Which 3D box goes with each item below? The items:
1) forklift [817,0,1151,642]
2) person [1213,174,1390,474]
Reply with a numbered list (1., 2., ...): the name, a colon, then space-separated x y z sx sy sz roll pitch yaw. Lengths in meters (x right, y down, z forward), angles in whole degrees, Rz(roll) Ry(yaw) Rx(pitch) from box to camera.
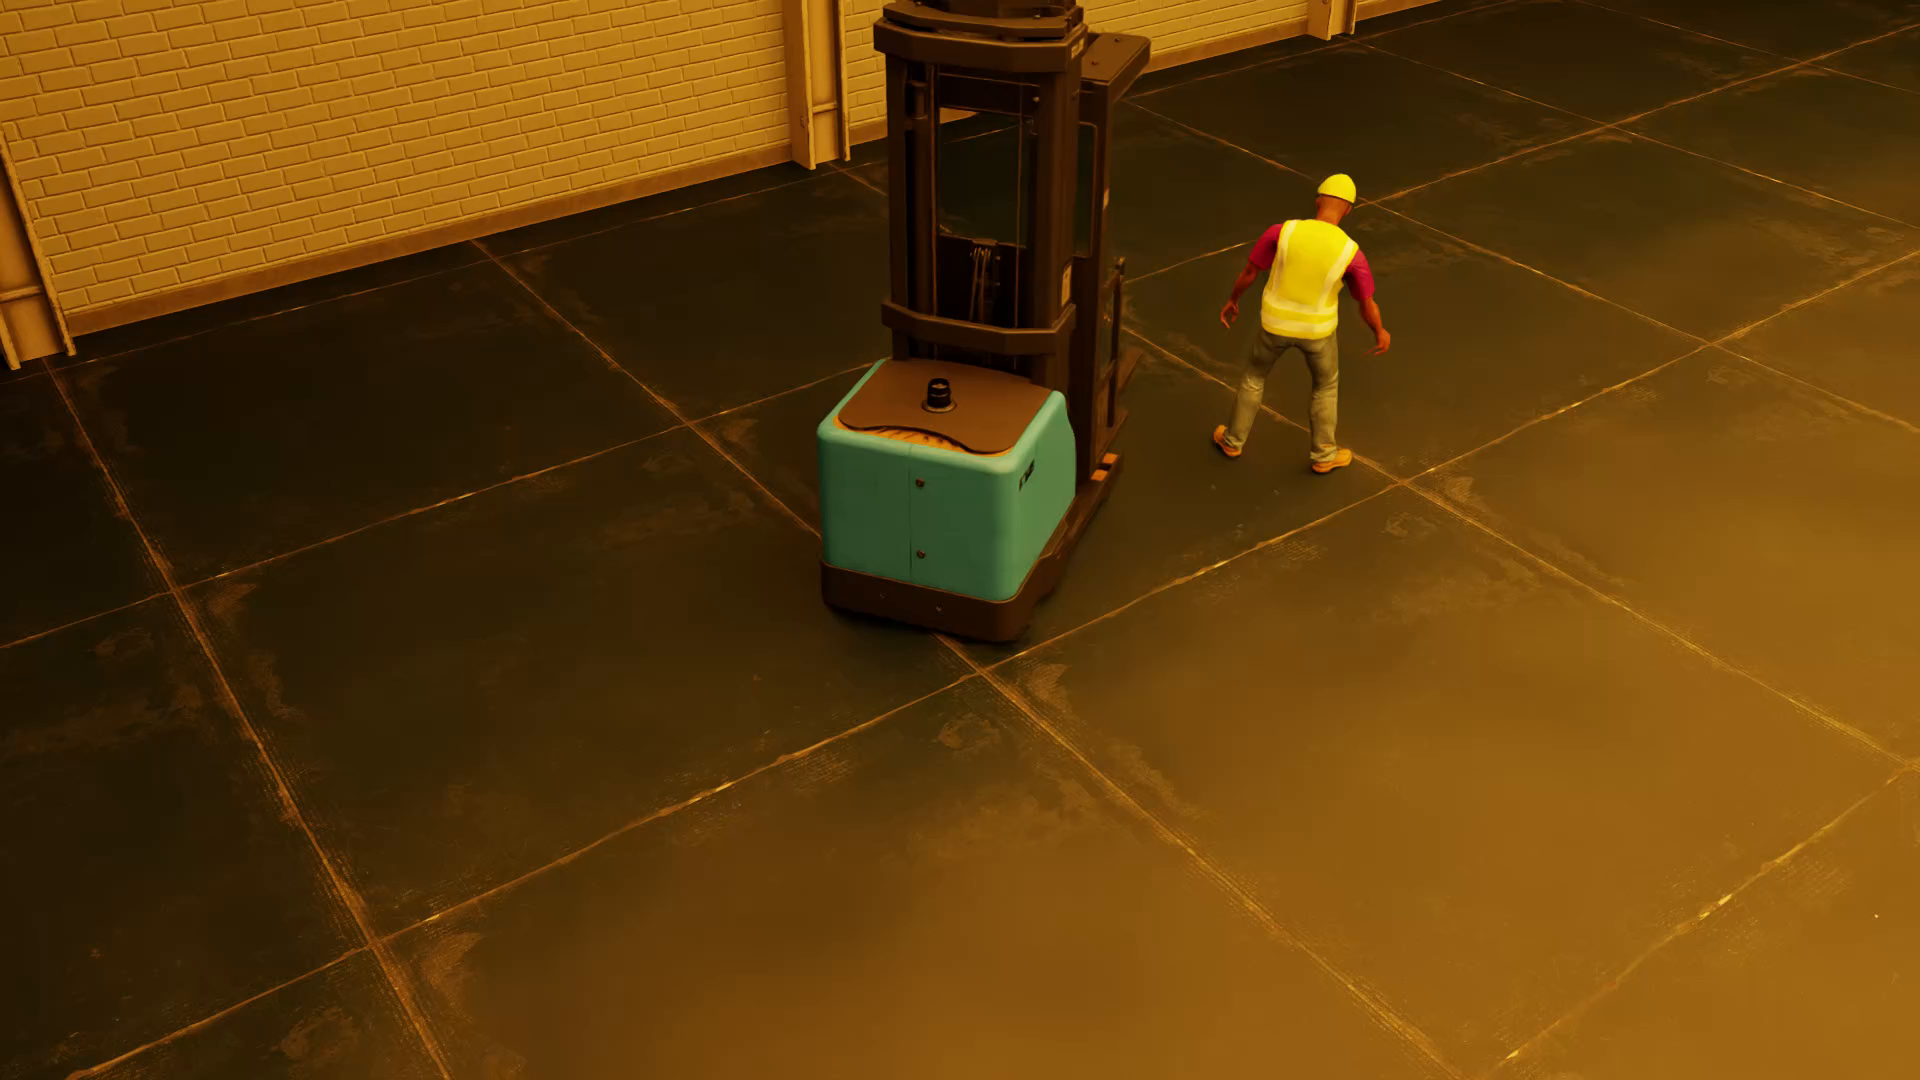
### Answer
1. forklift: 0.296 -1.527 8.693 1.130 2.935 3.031 12 35 17
2. person: 1.941 -1.225 9.342 0.934 1.716 0.426 13 36 18
